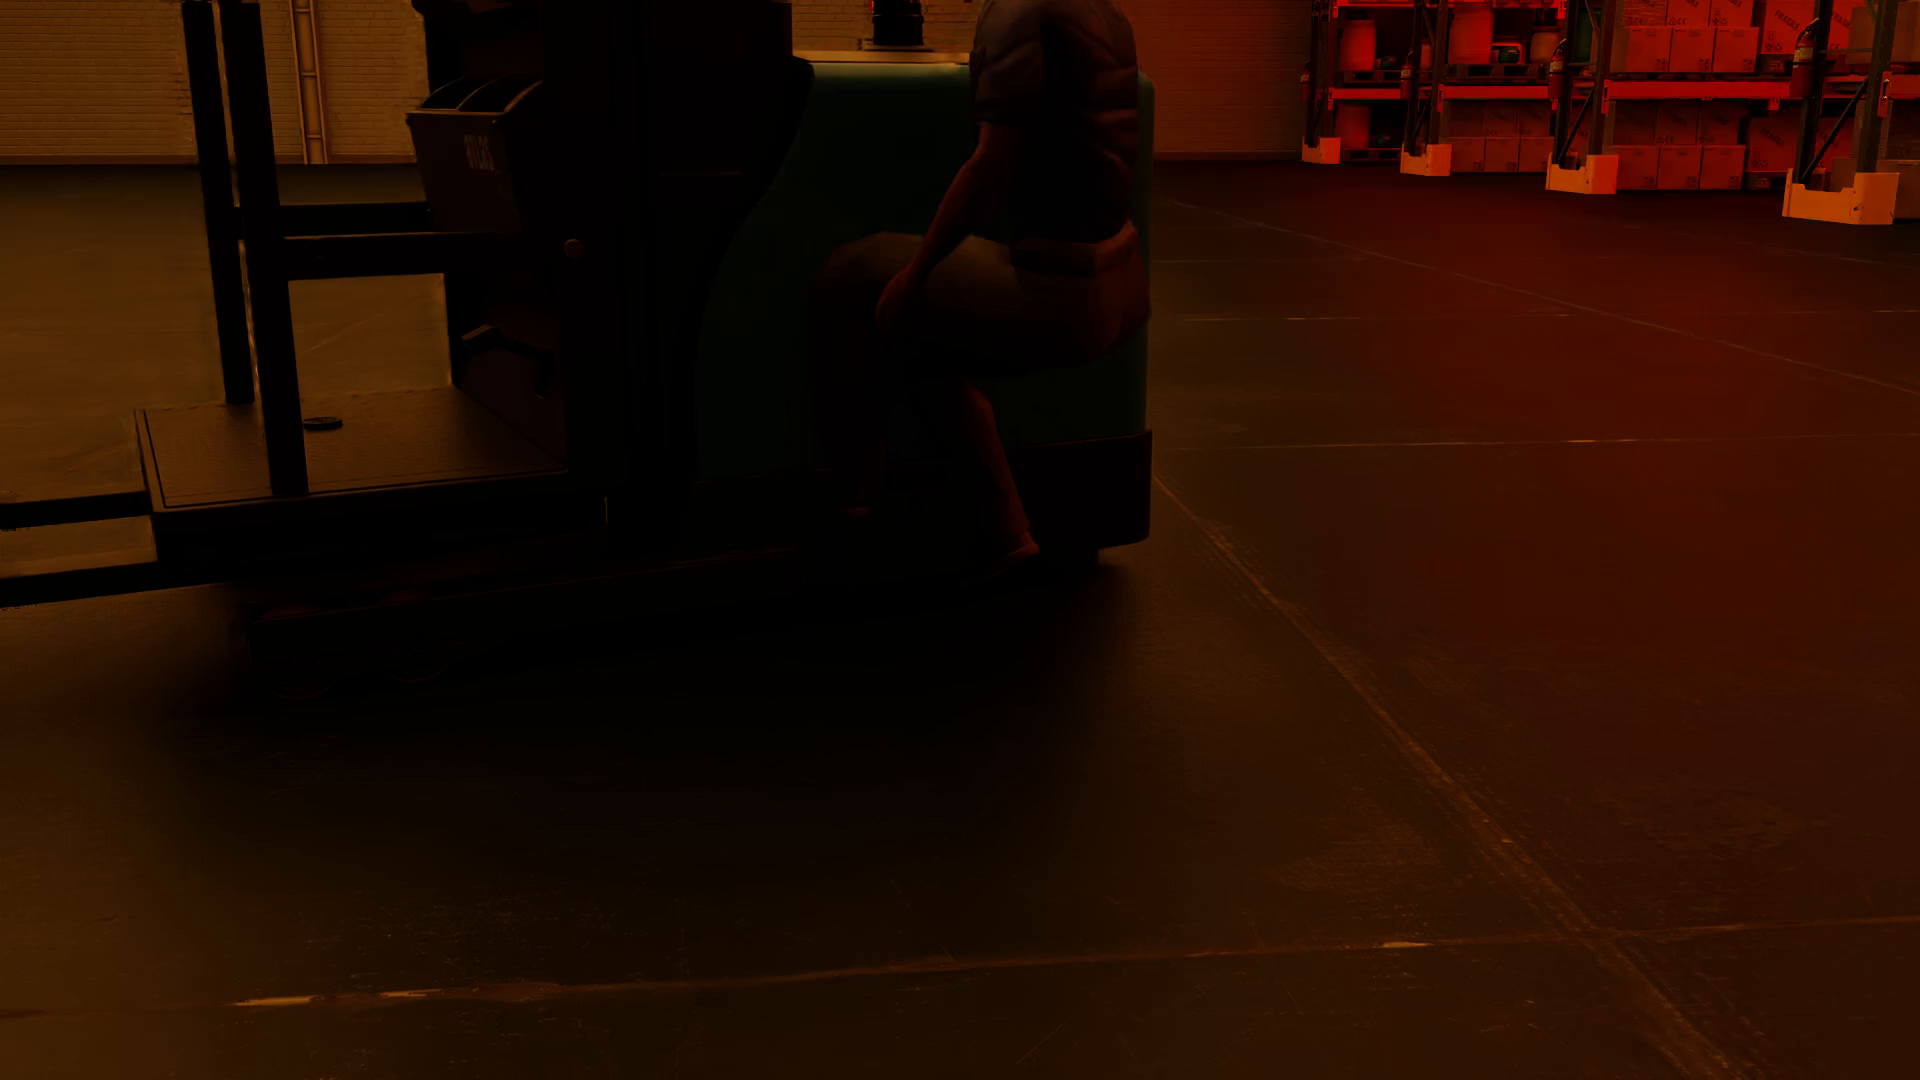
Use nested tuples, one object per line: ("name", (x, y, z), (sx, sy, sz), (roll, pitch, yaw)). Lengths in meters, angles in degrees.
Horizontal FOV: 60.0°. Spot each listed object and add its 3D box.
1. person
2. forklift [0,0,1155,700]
("person", (-0.050, -0.506, 3.114), (0.801, 1.450, 0.720), (6, 16, 21))
("forklift", (-1.129, -1.293, 3.088), (3.031, 2.935, 1.130), (-7, 16, -26))
